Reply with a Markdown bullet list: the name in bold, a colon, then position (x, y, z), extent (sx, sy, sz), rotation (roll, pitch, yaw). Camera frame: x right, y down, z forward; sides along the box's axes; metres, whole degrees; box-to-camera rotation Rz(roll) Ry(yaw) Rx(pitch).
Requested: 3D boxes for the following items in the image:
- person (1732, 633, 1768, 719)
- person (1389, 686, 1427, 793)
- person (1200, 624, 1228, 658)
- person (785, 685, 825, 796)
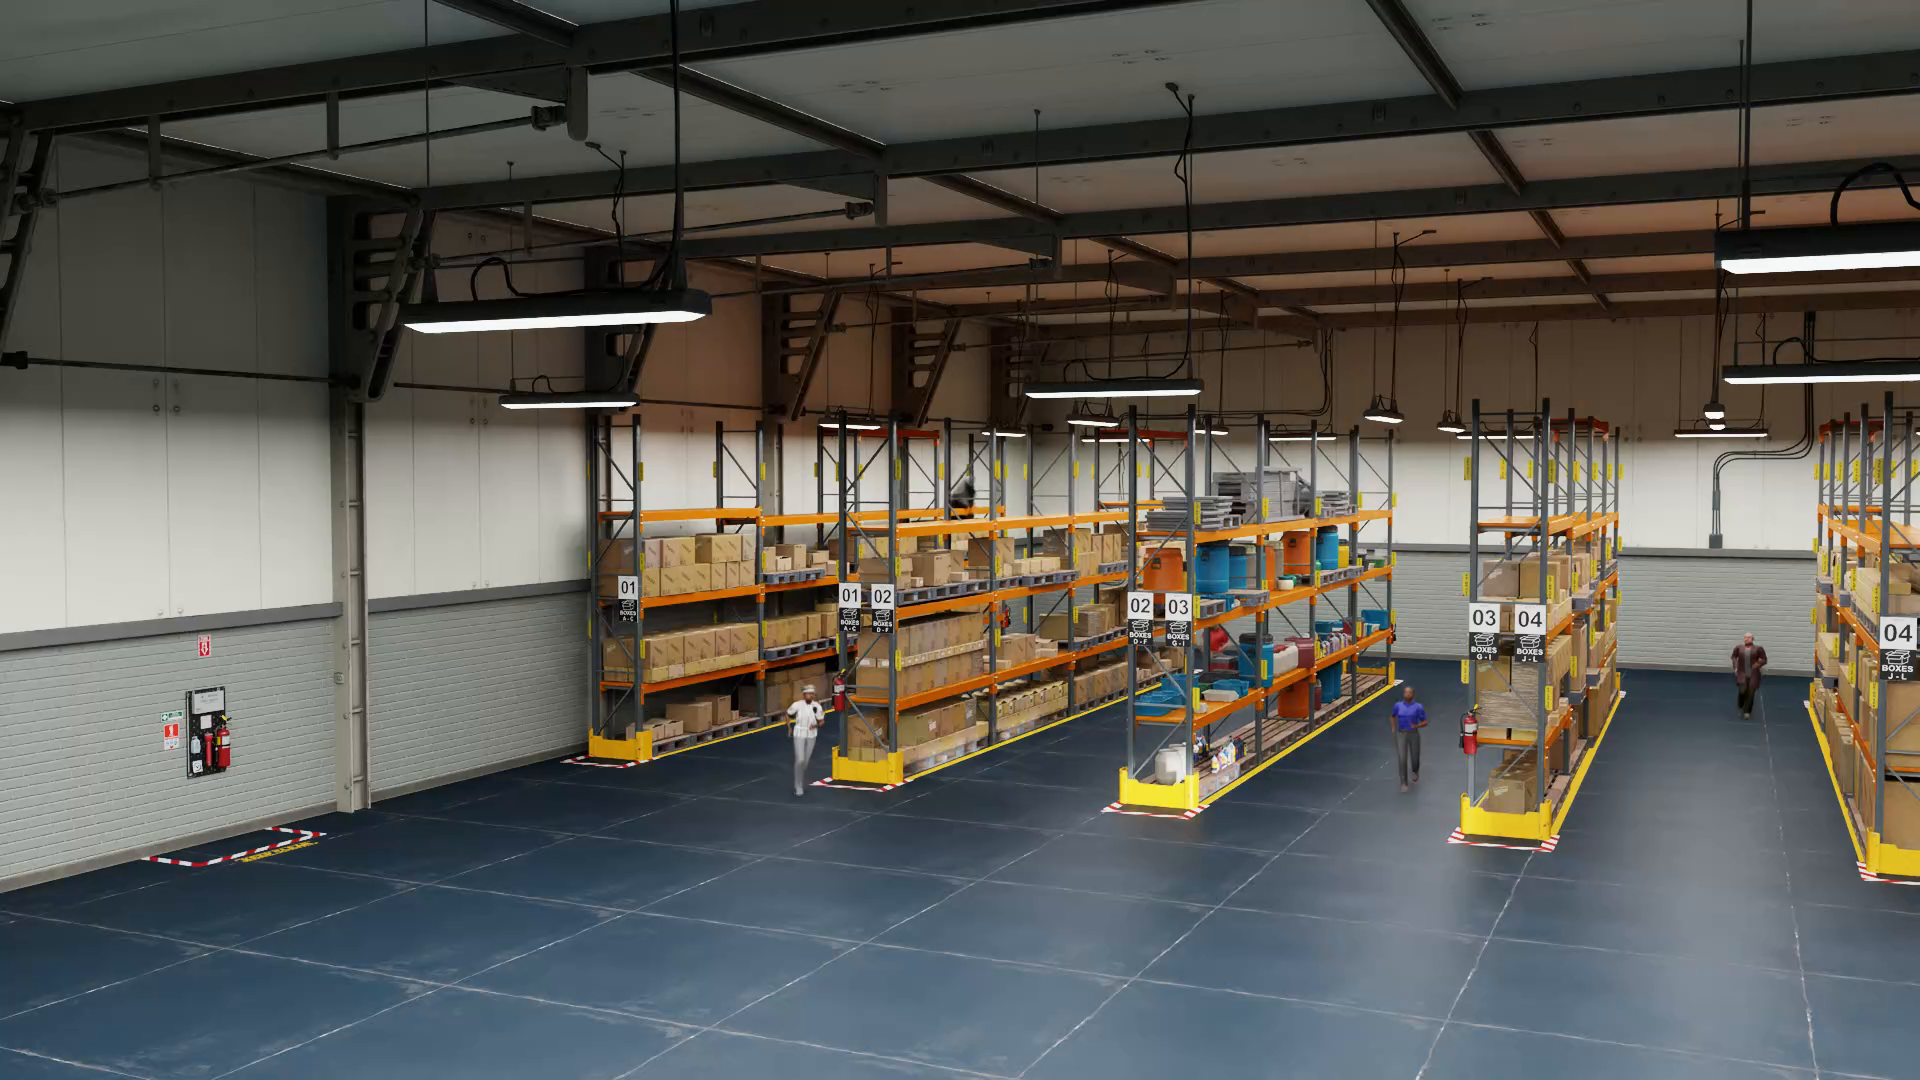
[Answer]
- **person**: position (15.894, 2.744, 33.520), extent (0.686, 1.748, 0.671), rotation (1, 3, 30)
- **person**: position (7.043, 3.109, 26.149), extent (0.588, 1.623, 0.834), rotation (1, 2, 19)
- **person**: position (5.685, 2.627, 37.289), extent (0.663, 1.731, 0.902), rotation (1, 2, 17)
- **person**: position (-2.420, 3.124, 26.018), extent (0.584, 1.757, 0.723), rotation (-1, 3, -21)
